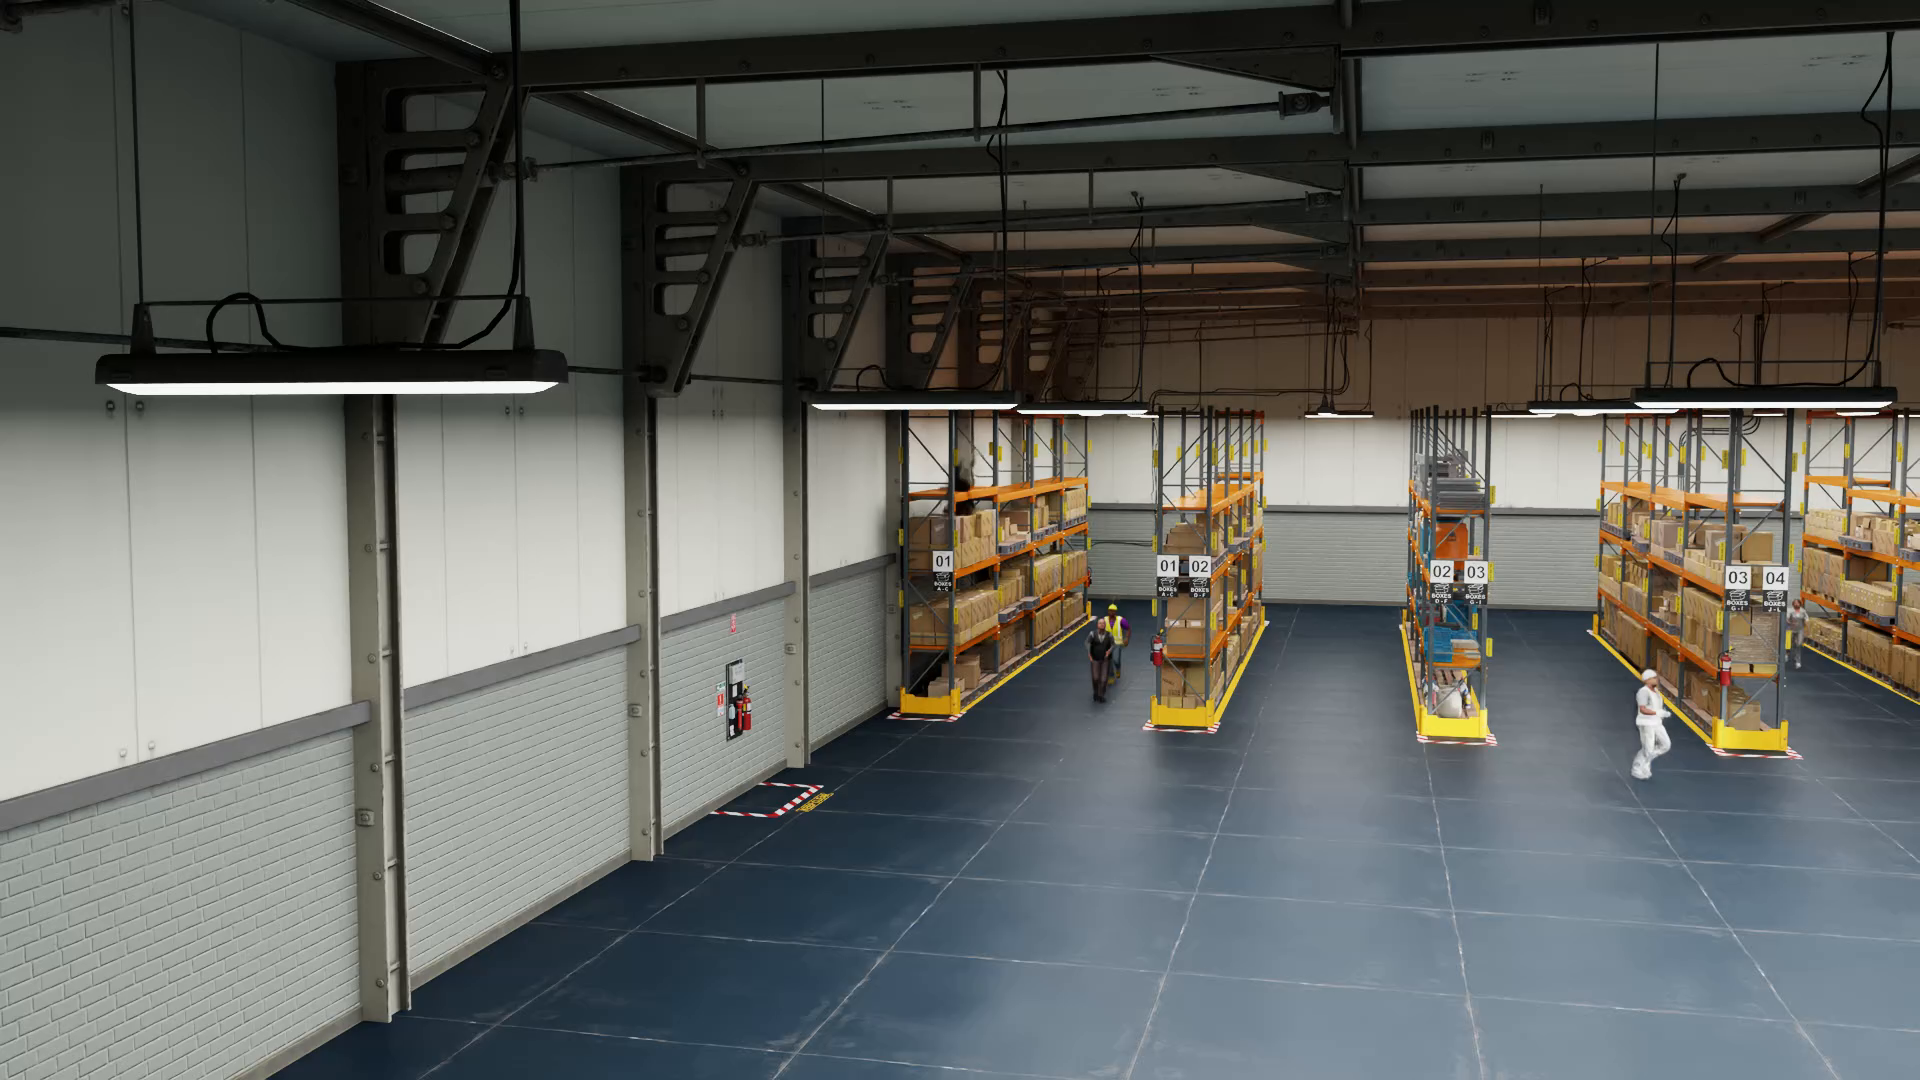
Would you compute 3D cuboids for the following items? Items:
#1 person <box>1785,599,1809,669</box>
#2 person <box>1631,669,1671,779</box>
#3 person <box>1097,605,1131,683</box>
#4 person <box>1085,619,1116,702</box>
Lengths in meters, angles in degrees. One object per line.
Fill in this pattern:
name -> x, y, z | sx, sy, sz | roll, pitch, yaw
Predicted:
person -> 19.450, 2.152, 38.697 | 0.551, 1.603, 0.882 | 1, 4, 17
person -> 11.016, 2.935, 26.435 | 0.709, 1.752, 0.629 | -4, 6, -44
person -> 3.346, 2.262, 36.293 | 0.736, 1.722, 0.605 | 1, 4, 10
person -> 2.852, 2.459, 33.758 | 0.642, 1.706, 0.542 | 0, 4, 3
